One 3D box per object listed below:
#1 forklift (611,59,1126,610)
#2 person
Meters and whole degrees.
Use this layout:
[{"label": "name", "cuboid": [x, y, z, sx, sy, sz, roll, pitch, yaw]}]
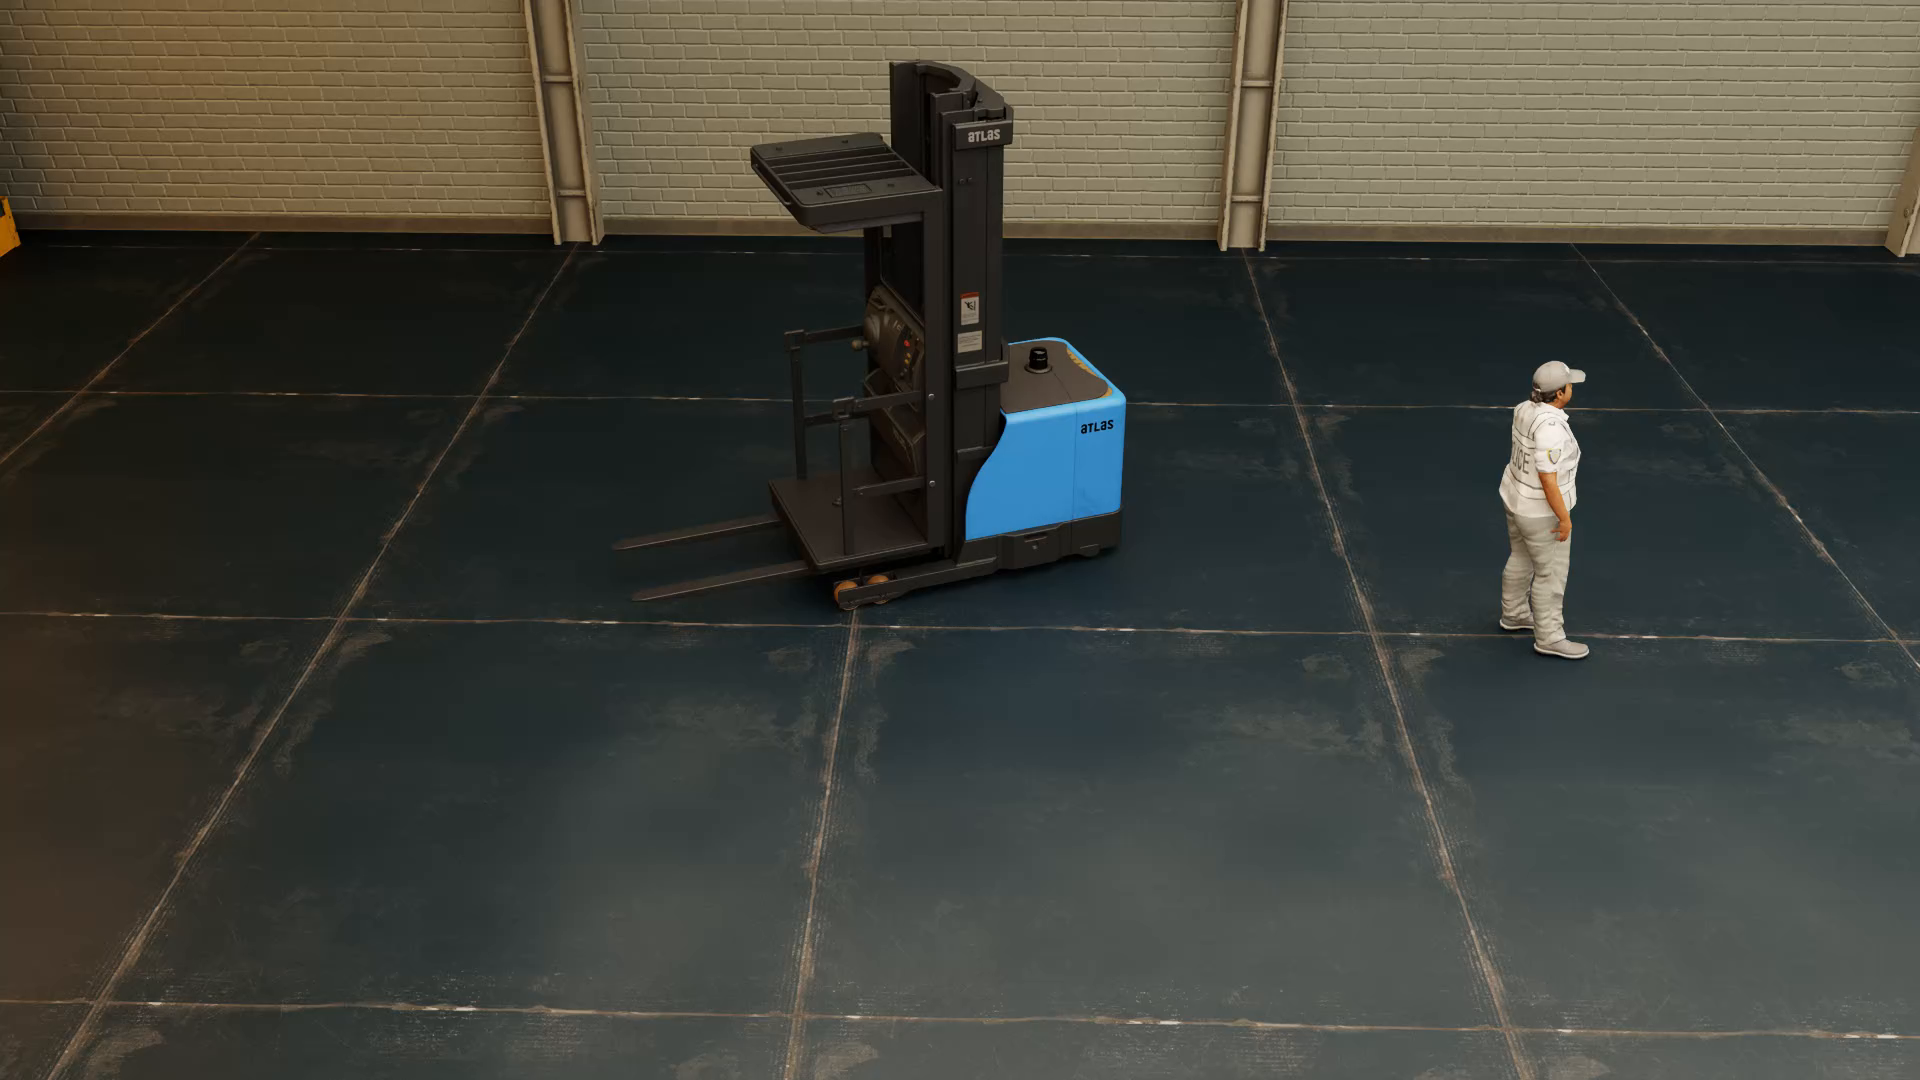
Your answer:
[{"label": "forklift", "cuboid": [-0.569, -1.153, 9.570, 3.031, 2.935, 1.130, -11, 32, -18]}, {"label": "person", "cuboid": [3.269, -0.191, 9.169, 0.529, 1.670, 0.598, -2, 31, -3]}]
